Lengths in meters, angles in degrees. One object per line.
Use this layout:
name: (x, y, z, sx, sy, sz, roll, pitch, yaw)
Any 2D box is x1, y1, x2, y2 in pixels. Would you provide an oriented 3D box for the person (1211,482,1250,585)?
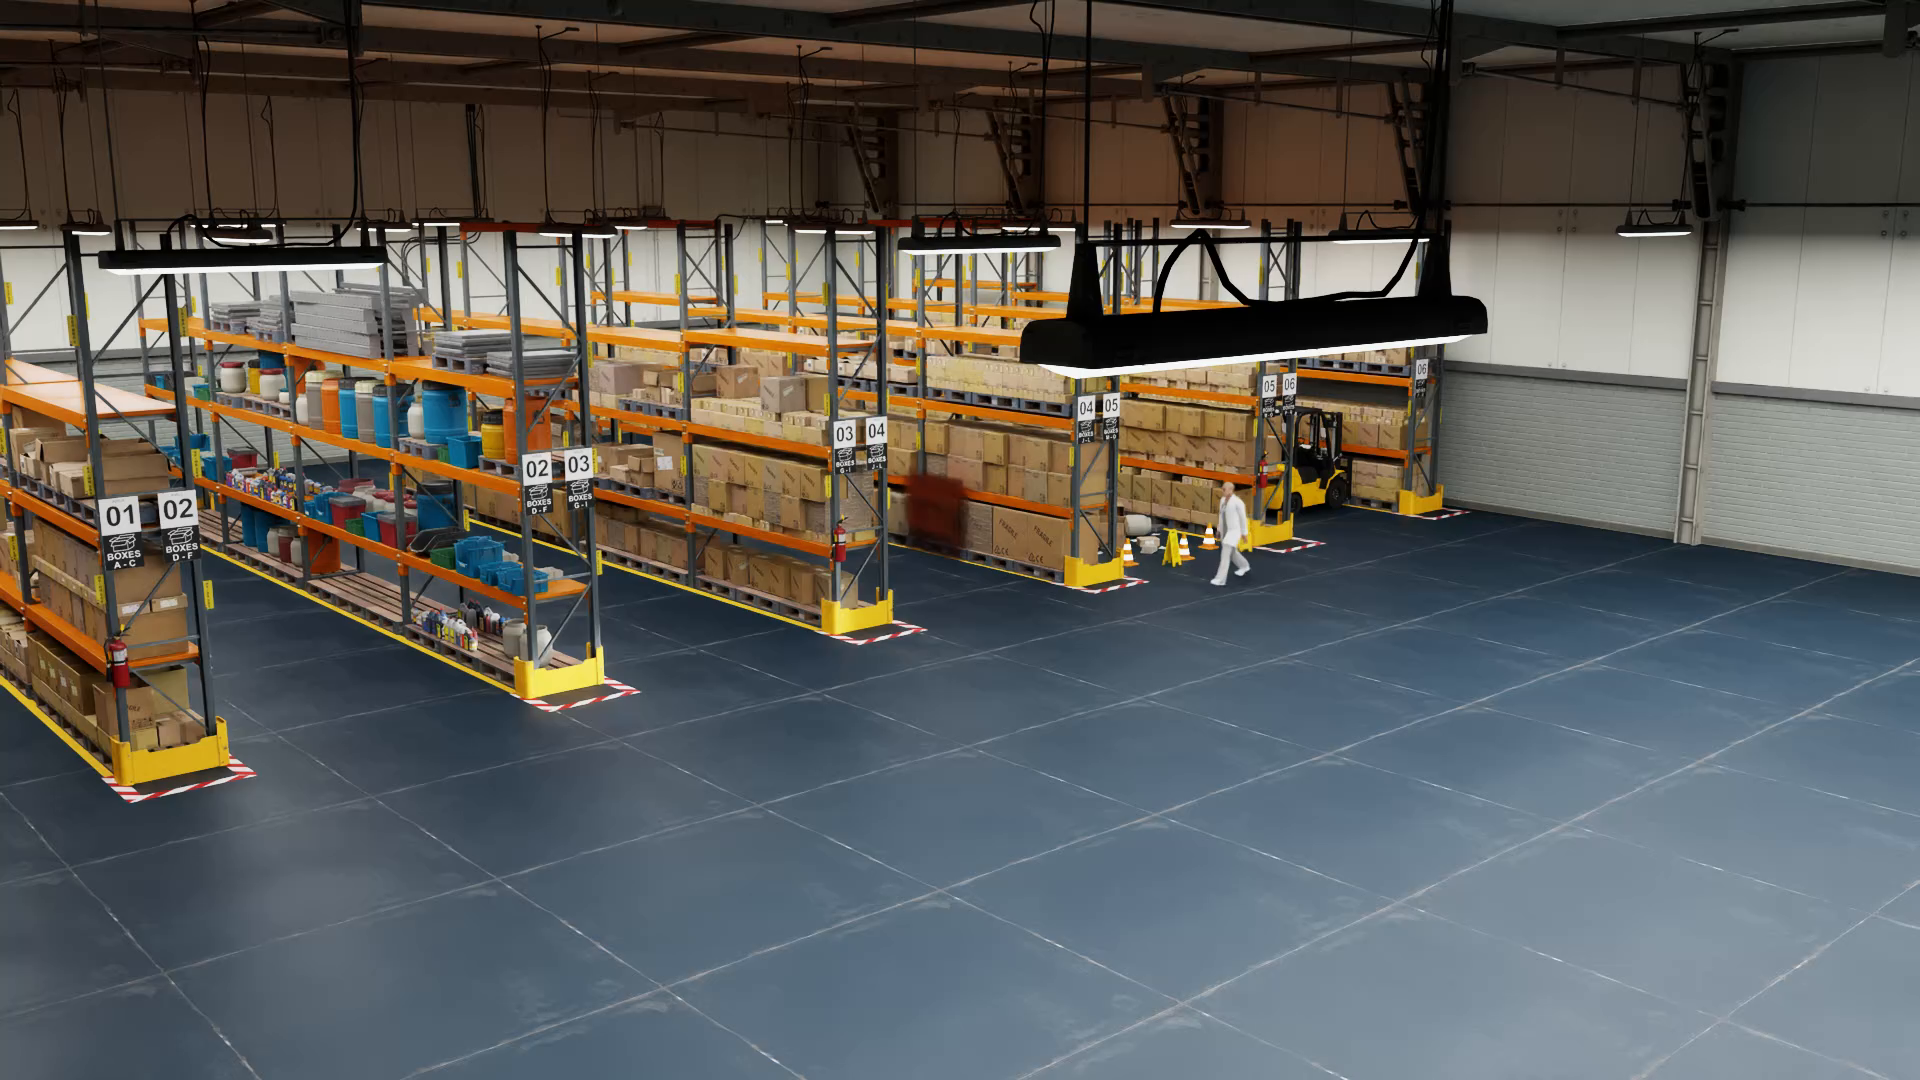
person: (4.610, -0.130, 28.097, 1.144, 1.730, 0.589, -9, 14, -38)
